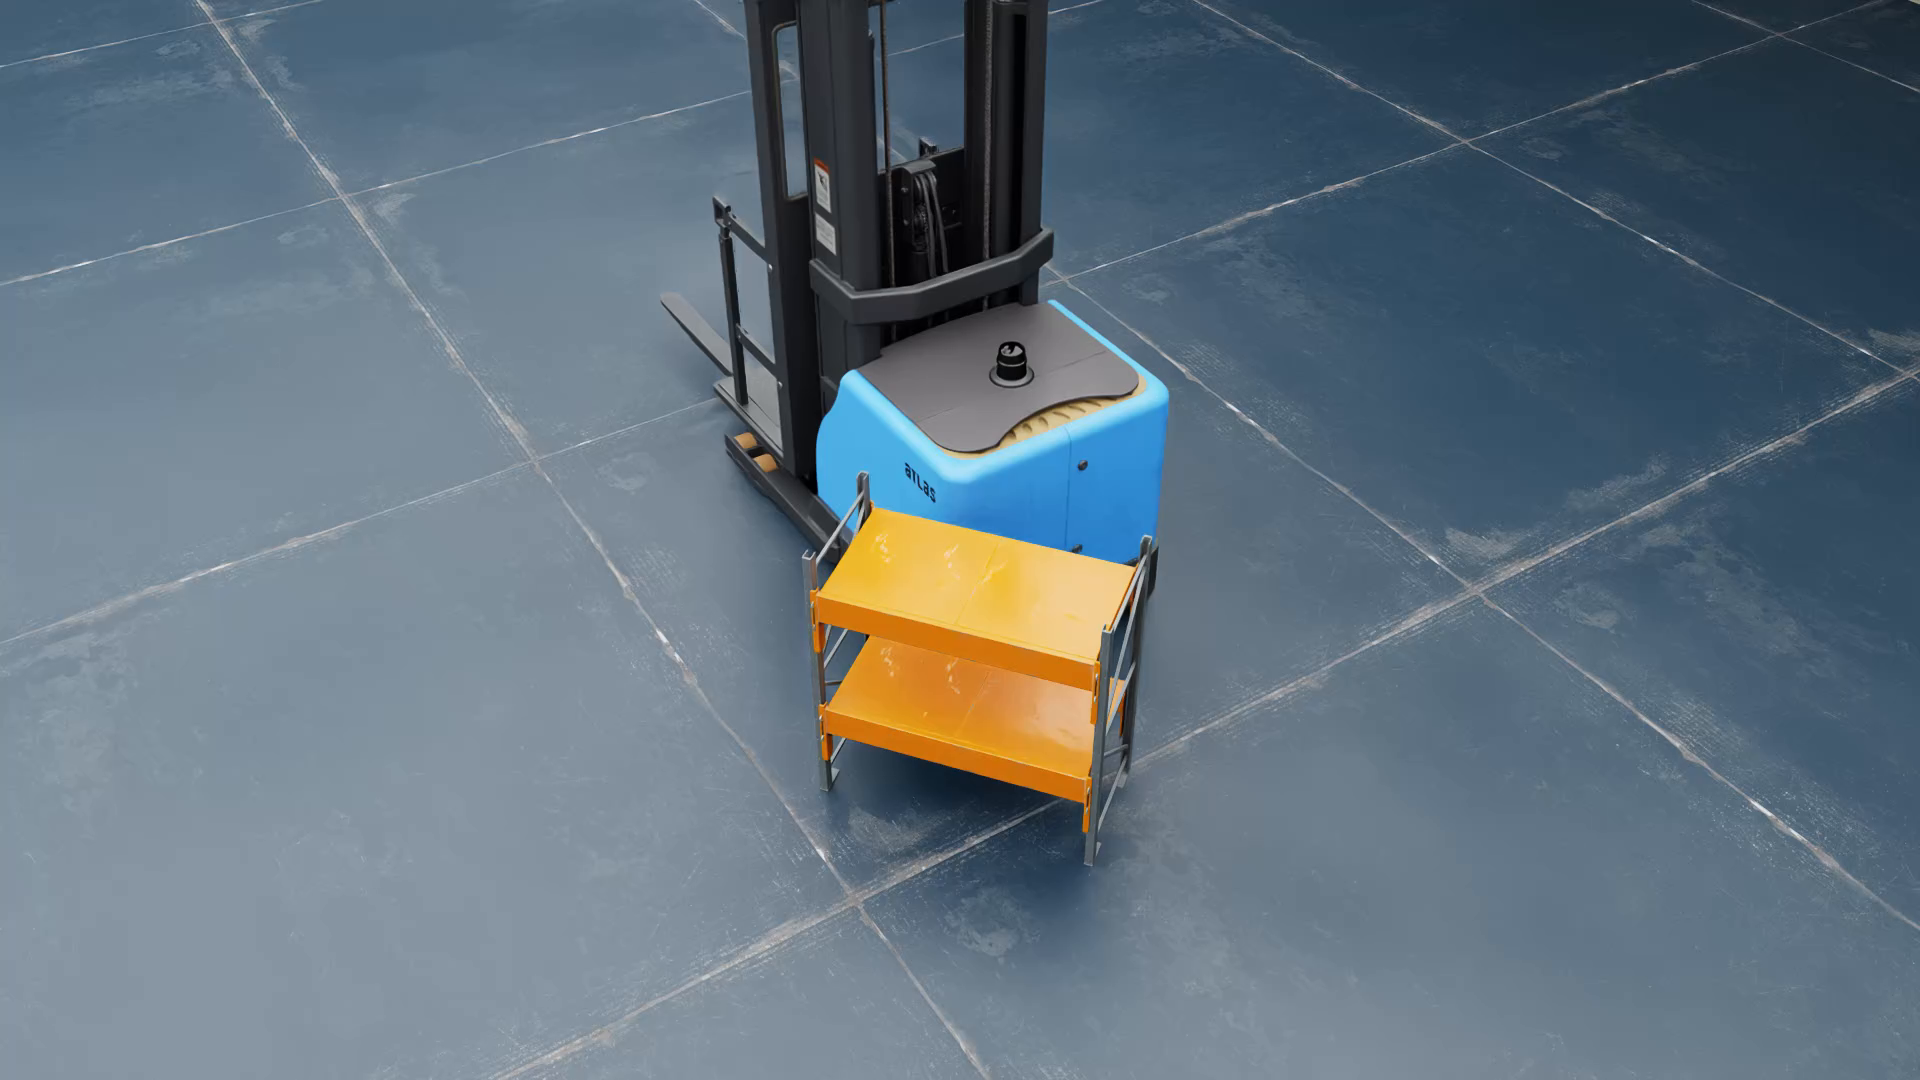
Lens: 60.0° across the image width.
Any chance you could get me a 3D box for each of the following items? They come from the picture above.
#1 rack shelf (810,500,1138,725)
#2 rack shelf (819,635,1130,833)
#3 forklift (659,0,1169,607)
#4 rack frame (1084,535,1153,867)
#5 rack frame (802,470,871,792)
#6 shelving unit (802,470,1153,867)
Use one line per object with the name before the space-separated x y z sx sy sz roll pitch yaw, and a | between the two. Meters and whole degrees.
rack shelf | 0.061 0.231 5.637 1.000 0.278 0.538 13 42 15
rack shelf | 0.061 0.643 5.981 1.000 0.278 0.538 13 42 15
forklift | -0.414 -1.497 6.757 1.130 2.935 3.031 -23 45 -25
rack frame | 0.538 0.568 5.690 0.032 1.125 0.500 13 42 15
rack frame | -0.416 0.343 5.959 0.032 1.125 0.500 13 42 15
shelving unit | 0.061 0.456 5.825 1.048 1.125 0.538 13 42 15
